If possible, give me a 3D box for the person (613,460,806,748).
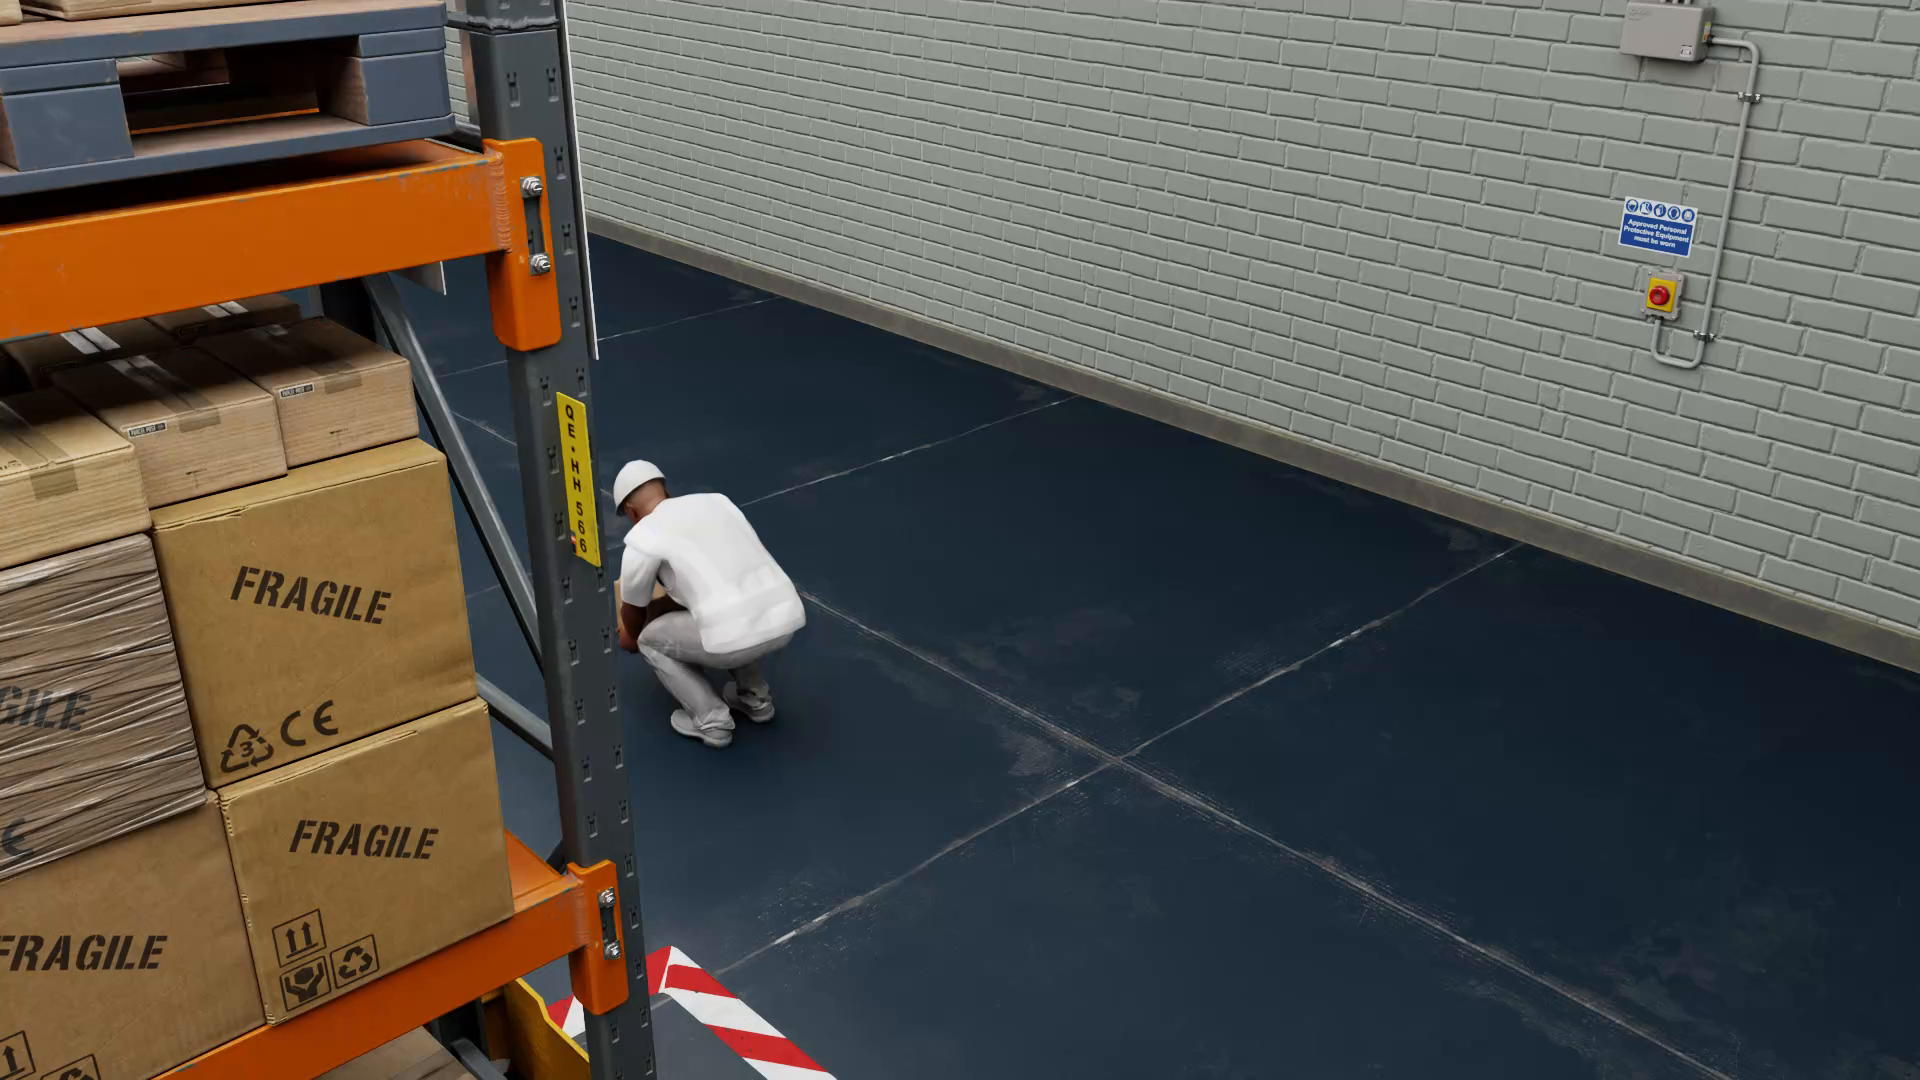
[{"bbox_3d":[-1.028,0.236,6.483,0.542,1.011,0.903,-22,32,-40],"label":"person"}]
